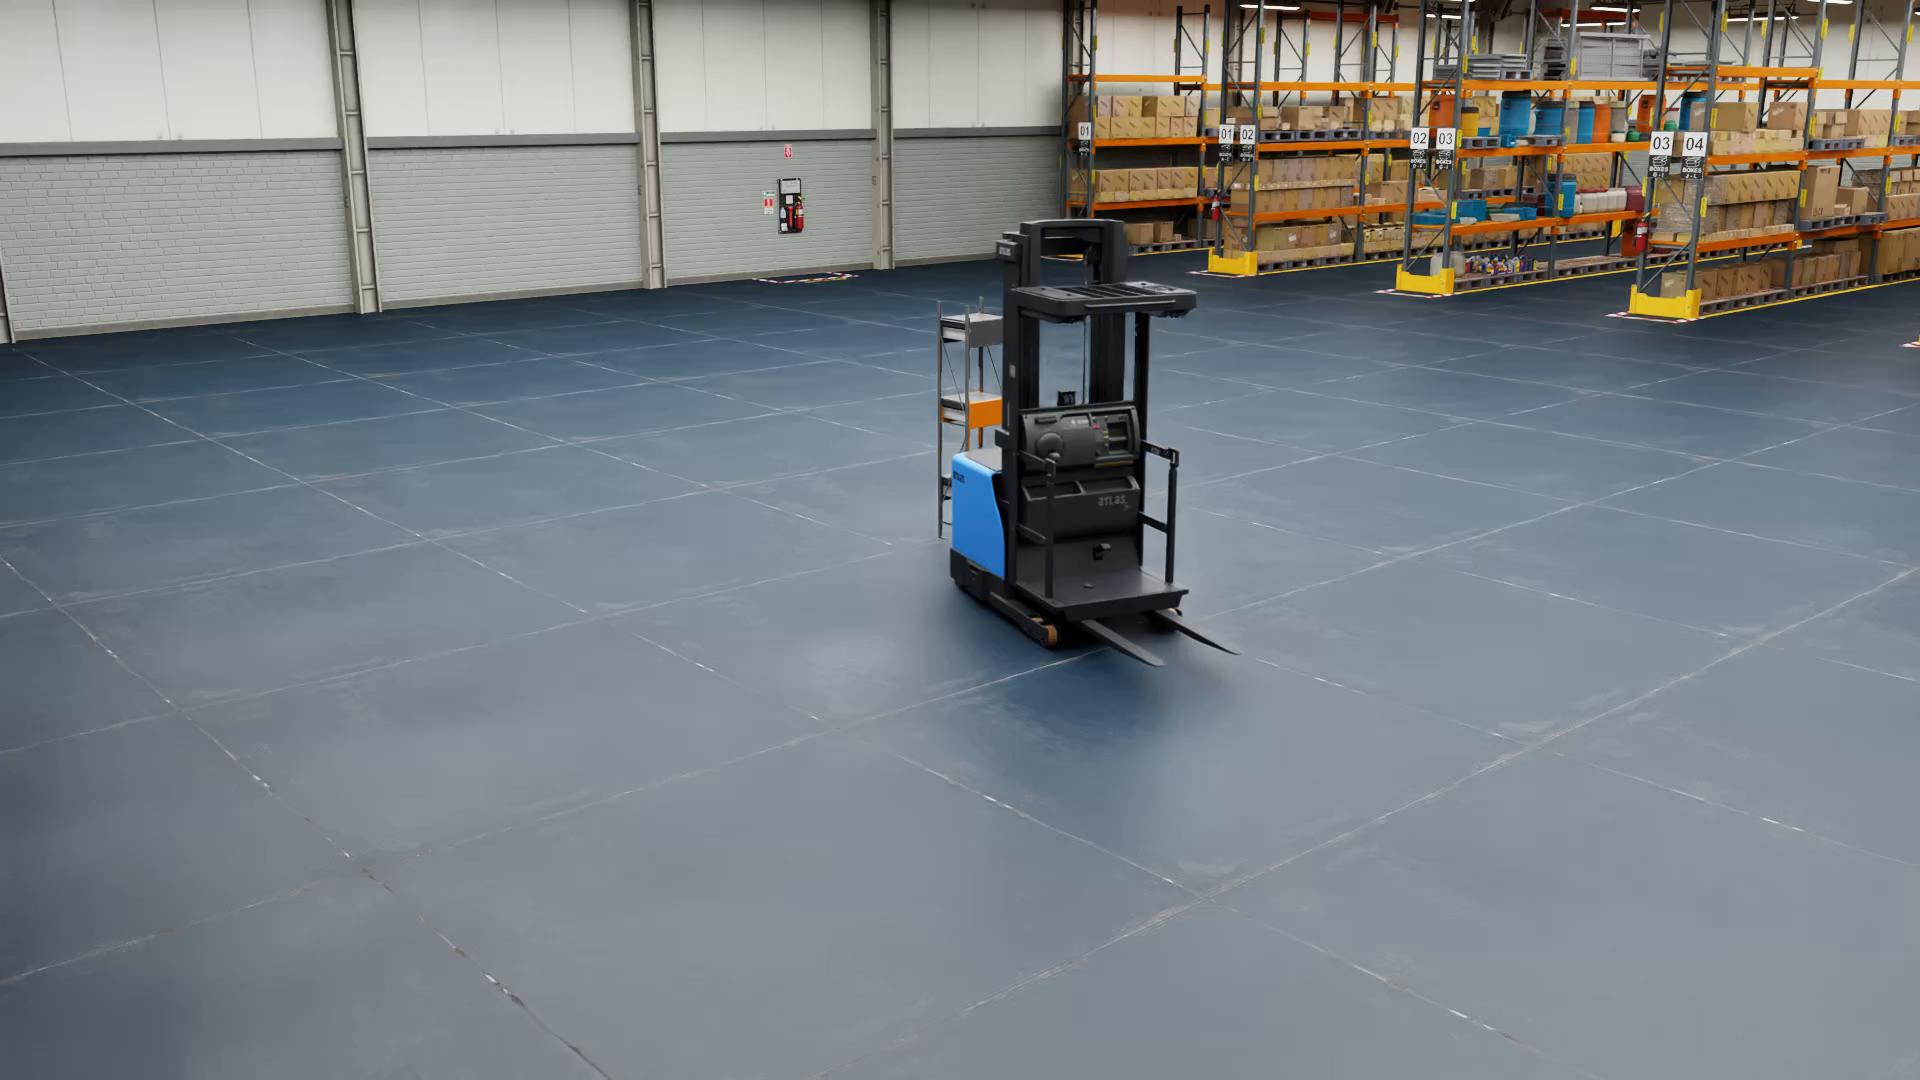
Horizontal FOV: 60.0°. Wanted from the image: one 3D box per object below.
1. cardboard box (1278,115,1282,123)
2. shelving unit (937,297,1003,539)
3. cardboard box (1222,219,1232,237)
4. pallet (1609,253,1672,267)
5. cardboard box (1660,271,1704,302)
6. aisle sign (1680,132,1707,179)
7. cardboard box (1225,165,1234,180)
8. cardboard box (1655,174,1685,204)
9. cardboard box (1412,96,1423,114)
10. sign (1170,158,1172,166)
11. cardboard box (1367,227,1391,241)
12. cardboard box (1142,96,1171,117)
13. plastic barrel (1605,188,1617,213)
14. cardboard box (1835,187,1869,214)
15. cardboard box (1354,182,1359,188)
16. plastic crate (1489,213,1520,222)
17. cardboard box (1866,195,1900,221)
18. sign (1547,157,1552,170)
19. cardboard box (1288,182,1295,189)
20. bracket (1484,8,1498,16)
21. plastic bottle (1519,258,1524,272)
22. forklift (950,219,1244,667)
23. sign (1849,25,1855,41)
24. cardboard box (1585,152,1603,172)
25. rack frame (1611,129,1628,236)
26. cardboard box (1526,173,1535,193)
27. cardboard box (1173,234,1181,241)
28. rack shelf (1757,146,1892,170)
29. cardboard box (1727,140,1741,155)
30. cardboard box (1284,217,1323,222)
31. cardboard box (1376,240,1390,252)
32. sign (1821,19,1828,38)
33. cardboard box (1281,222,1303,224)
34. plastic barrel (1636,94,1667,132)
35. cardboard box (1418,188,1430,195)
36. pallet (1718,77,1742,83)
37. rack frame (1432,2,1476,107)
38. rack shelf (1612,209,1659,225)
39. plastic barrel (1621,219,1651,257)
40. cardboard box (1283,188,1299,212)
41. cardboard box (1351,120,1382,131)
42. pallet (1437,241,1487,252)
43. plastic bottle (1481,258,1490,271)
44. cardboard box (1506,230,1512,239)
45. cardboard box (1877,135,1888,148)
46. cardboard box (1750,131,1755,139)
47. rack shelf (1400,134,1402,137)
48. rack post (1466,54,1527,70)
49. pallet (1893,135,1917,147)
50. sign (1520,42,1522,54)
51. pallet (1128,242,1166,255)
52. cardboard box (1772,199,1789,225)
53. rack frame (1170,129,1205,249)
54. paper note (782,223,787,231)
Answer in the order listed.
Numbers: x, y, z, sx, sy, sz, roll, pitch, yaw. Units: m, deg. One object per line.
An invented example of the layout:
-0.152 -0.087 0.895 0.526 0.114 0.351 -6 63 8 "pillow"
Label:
7.197 -9.426 37.500 0.500 0.311 0.500 -10 18 -33 "cardboard box"
0.125 -1.042 14.584 0.503 2.100 0.431 -13 19 -39 "shelving unit"
6.746 -8.280 43.927 0.500 0.500 0.700 -13 20 -40 "cardboard box"
15.933 -6.593 39.024 1.213 0.211 1.003 -13 19 -39 "pallet"
13.064 -4.577 30.103 0.500 0.500 0.500 -9 17 -29 "cardboard box"
12.732 -6.666 28.857 0.004 0.787 0.394 -13 19 -39 "aisle sign"
7.154 -9.601 43.836 0.500 0.500 0.700 -10 18 -32 "cardboard box"
12.835 -6.296 29.799 0.500 0.500 0.500 -13 19 -39 "cardboard box"
12.986 -12.550 47.938 0.500 0.500 0.500 -13 20 -40 "cardboard box"
5.478 -9.717 43.071 0.005 0.325 0.100 -13 19 -39 "sign"
9.956 -7.337 39.832 0.500 0.311 0.500 -13 20 -40 "cardboard box"
4.851 -10.717 41.077 0.500 0.500 0.500 -14 20 -41 "cardboard box"
14.412 -7.566 37.045 0.421 0.512 0.421 0 15 0 "plastic barrel"
17.881 -6.872 33.659 0.500 0.500 0.700 -9 18 -31 "cardboard box"
11.022 -10.014 46.875 0.250 0.149 0.380 -13 19 -39 "cardboard box"
11.290 -6.669 34.417 0.437 0.136 0.530 -13 19 -39 "plastic crate"
19.162 -6.912 34.621 0.500 0.500 0.500 -12 19 -38 "cardboard box"
15.502 -9.893 43.732 0.005 0.325 0.100 -13 19 -39 "sign"
7.297 -7.970 37.324 0.250 0.149 0.380 -14 20 -41 "cardboard box"
16.287 -16.206 51.010 0.430 0.232 0.235 -13 19 -39 "bracket"
11.811 -5.788 35.017 0.133 0.283 0.061 -11 19 -36 "plastic bottle"
0.975 -0.772 11.959 1.130 2.935 3.031 -6 16 -23 "forklift"
18.250 -10.368 34.011 0.005 0.325 0.100 -13 19 -39 "sign"
17.228 -10.347 45.542 0.500 0.500 0.500 -12 19 -38 "cardboard box"
18.152 -10.119 46.820 0.127 3.000 1.000 -13 19 -39 "rack frame"
15.343 -9.624 44.775 0.500 0.500 0.500 -12 19 -38 "cardboard box"
5.461 -7.797 42.766 0.380 0.166 0.250 13 20 40 "cardboard box"
17.108 -7.597 32.962 4.000 0.370 1.077 -13 19 -39 "rack shelf"
13.500 -6.976 29.532 0.500 0.250 0.500 -13 20 -41 "cardboard box"
9.503 -8.991 45.949 0.750 0.750 0.750 -13 20 -40 "cardboard box"
9.953 -7.067 39.909 0.500 0.250 0.500 -12 19 -38 "cardboard box"
15.942 -9.436 30.675 0.005 0.325 0.100 -13 19 -39 "sign"
7.790 -7.136 38.714 0.500 0.500 0.500 -13 19 -39 "cardboard box"
15.796 -9.754 37.995 0.708 0.830 0.600 -13 19 -39 "plastic barrel"
11.315 -8.607 41.332 0.500 0.311 0.500 -13 20 -40 "cardboard box"
17.779 -10.944 39.426 1.213 0.211 1.003 -13 19 -39 "pallet"
12.117 -11.662 40.973 0.127 3.000 1.000 -13 19 -39 "rack frame"
16.875 -7.790 39.495 4.000 0.370 1.077 -13 19 -39 "rack shelf"
15.724 -7.039 38.683 0.708 0.830 0.600 -13 19 -39 "plastic barrel"
7.214 -7.706 37.594 0.500 0.500 0.700 -12 19 -39 "cardboard box"
9.571 -9.768 39.172 0.500 0.250 0.500 -10 18 -34 "cardboard box"
12.705 -7.536 42.553 1.213 0.211 1.003 -13 19 -39 "pallet"
11.120 -5.833 35.201 0.135 0.276 0.152 -13 19 -39 "plastic bottle"
14.194 -8.140 43.402 0.500 0.500 0.500 -12 19 -39 "cardboard box"
18.420 -8.083 33.676 0.500 0.250 0.500 -13 19 -39 "cardboard box"
14.103 -7.315 30.030 0.250 0.149 0.380 -13 20 -40 "cardboard box"
13.389 -11.846 48.866 4.000 0.370 1.077 -13 19 -39 "rack shelf"
10.772 -9.640 33.548 0.954 0.300 0.937 -13 20 -40 "rack post"
19.068 -8.312 34.609 1.003 0.211 1.213 -12 19 -37 "pallet"
14.792 -12.938 43.786 0.005 0.325 0.100 -13 19 -39 "sign"
4.441 -7.374 41.948 1.213 0.211 1.003 -13 19 -39 "pallet"
15.220 -6.285 31.696 0.500 0.500 0.875 -13 19 -39 "cardboard box"
5.845 -9.050 42.818 0.127 3.000 1.000 -13 19 -39 "rack frame"
-3.807 -6.789 36.063 0.142 0.148 0.016 -13 19 -39 "paper note"
